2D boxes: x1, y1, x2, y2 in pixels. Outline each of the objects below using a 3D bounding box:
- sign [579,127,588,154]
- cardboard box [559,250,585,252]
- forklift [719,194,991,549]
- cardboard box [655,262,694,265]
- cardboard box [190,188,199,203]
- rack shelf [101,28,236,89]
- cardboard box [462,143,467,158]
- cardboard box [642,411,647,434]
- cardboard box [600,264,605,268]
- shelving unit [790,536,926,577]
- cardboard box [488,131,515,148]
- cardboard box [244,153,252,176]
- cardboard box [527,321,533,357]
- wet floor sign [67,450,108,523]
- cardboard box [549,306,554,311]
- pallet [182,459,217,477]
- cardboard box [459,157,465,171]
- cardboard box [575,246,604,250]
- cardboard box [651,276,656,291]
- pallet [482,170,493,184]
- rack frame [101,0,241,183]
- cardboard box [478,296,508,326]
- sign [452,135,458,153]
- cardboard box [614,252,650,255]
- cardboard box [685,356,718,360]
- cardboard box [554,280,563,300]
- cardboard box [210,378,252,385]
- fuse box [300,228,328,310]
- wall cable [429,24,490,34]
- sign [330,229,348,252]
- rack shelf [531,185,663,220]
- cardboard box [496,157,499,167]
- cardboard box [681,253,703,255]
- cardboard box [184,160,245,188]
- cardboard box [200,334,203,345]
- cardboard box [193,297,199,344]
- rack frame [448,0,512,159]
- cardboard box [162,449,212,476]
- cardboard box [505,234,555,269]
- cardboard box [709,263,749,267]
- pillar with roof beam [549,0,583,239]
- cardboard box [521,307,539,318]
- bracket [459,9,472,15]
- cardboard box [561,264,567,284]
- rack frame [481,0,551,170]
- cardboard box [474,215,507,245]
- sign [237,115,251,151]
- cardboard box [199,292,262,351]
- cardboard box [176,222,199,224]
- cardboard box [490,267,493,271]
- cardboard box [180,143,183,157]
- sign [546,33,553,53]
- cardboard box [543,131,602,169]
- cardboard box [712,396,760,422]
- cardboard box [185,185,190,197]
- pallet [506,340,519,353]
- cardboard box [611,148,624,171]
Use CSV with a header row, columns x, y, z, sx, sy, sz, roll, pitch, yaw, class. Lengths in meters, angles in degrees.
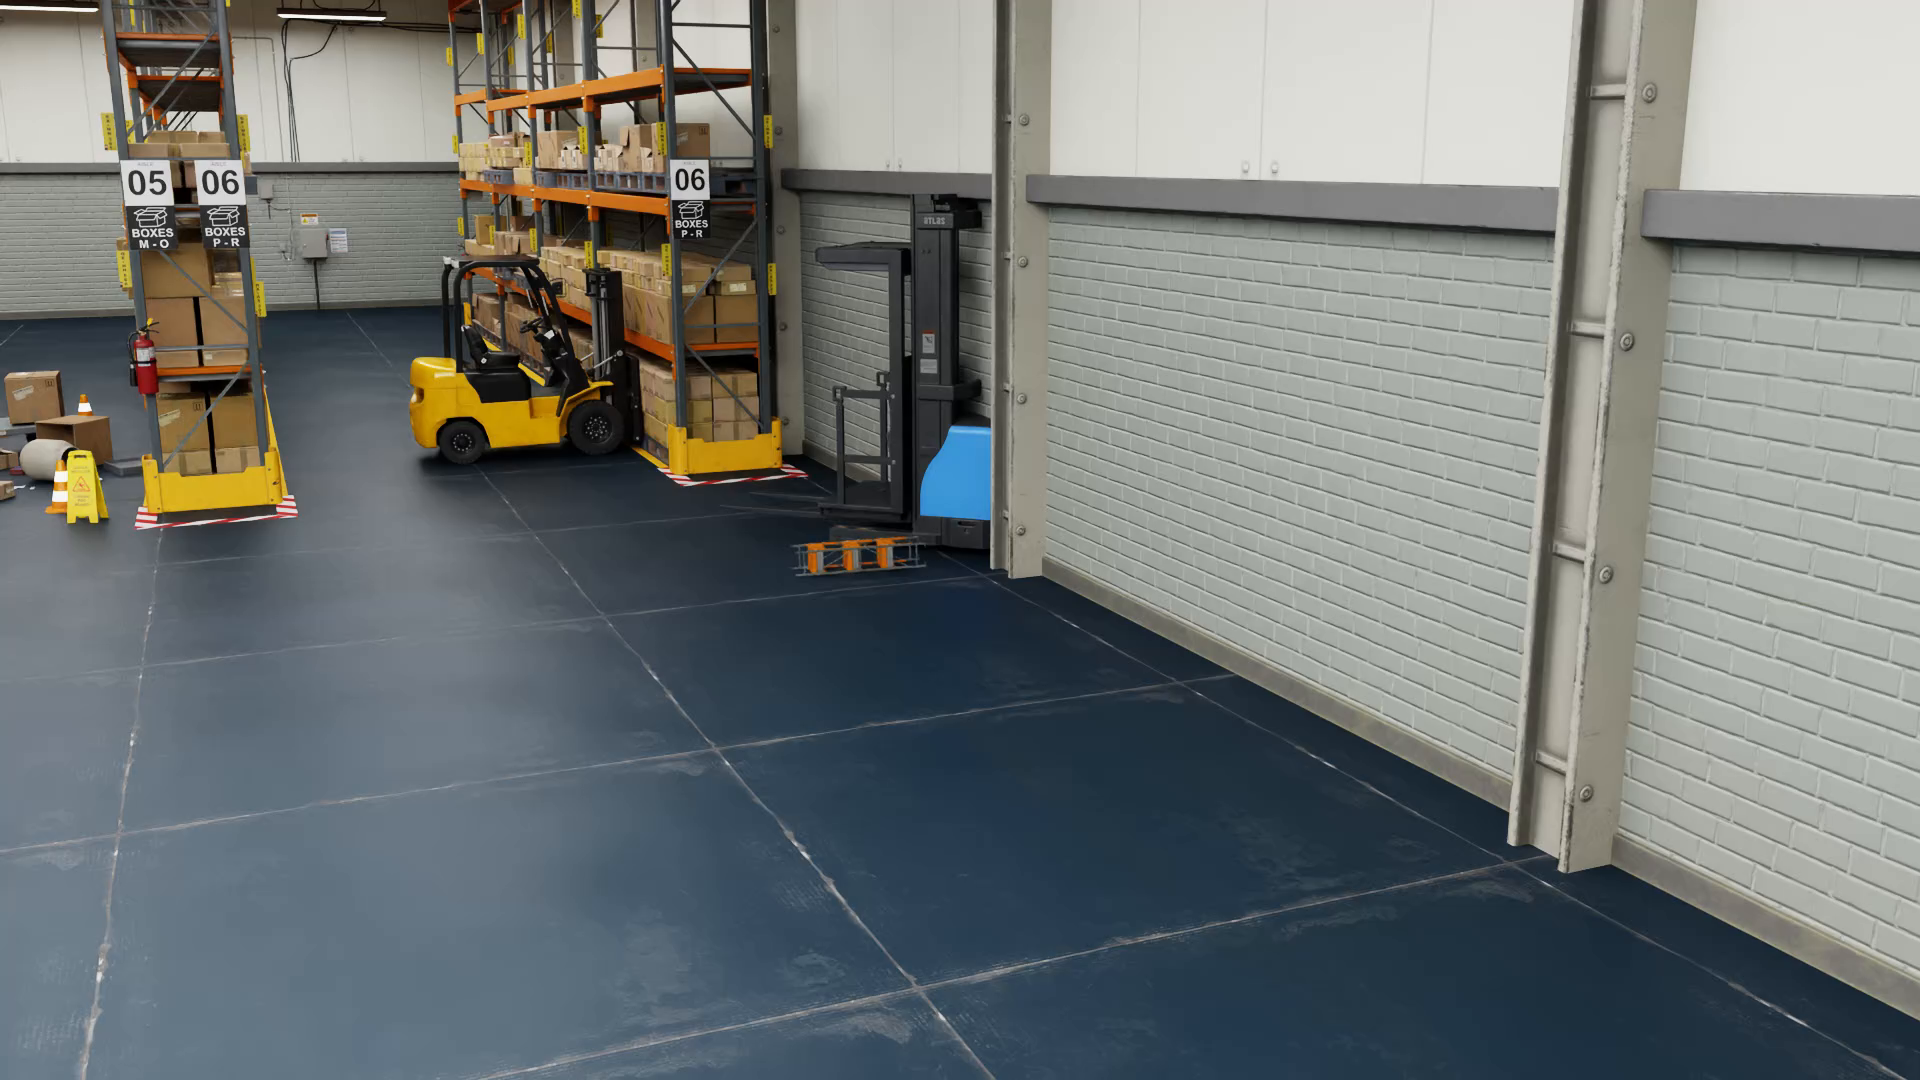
x,y,z,sx,sy,sz,roll,pitch,yaw,class
-4.585,-4.868,20.253,0.100,0.325,0.005,-6,14,-23,sign
-5.357,-3.943,23.094,0.380,0.149,0.250,-5,14,-22,cardboard box
-0.594,-1.474,14.239,3.031,2.935,1.130,4,14,18,forklift
-3.114,-2.948,18.137,0.380,0.149,0.250,-6,14,-23,cardboard box
-7.058,-3.260,15.707,0.380,0.149,0.250,-6,14,-25,cardboard box
-7.837,-4.761,16.585,1.077,0.370,4.000,-6,14,-23,rack shelf
-8.764,-7.087,30.251,0.500,0.250,0.500,-6,14,-23,cardboard box
-3.349,-1.367,18.791,0.500,0.250,0.500,-5,14,-22,cardboard box
-4.205,-3.327,20.434,0.380,0.149,0.250,-6,14,-24,cardboard box
-0.817,0.128,13.299,1.050,0.215,0.252,-4,13,-14,shelving unit
-7.495,-6.550,27.193,0.396,0.266,0.258,-6,14,-24,cardboard box
-8.504,-4.353,19.275,0.500,0.250,0.500,-6,14,-25,cardboard box
-6.463,-3.146,25.921,0.500,0.500,0.500,-5,14,-21,cardboard box
-7.940,-0.494,15.073,0.267,0.644,0.232,-1,13,-4,wet floor sign
-6.481,-3.742,27.061,0.380,0.149,0.250,-5,14,-21,cardboard box
-7.359,-0.605,16.516,1.003,0.211,1.213,-6,14,-23,pallet
-8.971,-6.948,30.760,0.500,0.250,0.500,-6,14,-24,cardboard box
-5.378,-4.195,24.180,0.380,0.149,0.250,-5,14,-21,cardboard box
-3.151,-2.798,18.148,0.380,0.149,0.250,-6,14,-23,cardboard box
-7.099,-5.934,27.120,1.213,0.211,1.003,-6,14,-23,pallet
-7.035,-4.700,14.718,1.000,3.000,0.127,-6,14,-23,rack frame
-8.433,-4.203,30.491,0.700,0.500,0.500,-5,14,-21,cardboard box
-9.395,-7.370,30.969,0.100,0.325,0.005,-6,14,-23,sign
-3.938,-3.372,19.965,0.380,0.149,0.250,-6,14,-24,cardboard box
-3.101,-2.008,19.343,0.500,0.250,0.500,-6,14,-24,cardboard box
-5.330,-3.482,23.094,0.500,0.250,0.500,-6,14,-25,cardboard box
-7.522,-1.416,17.338,0.500,0.500,0.500,-5,14,-22,cardboard box
-13.742,-5.777,35.536,0.539,1.711,0.414,-6,14,-23,fuse box
-9.986,-12.446,35.852,2.988,3.039,0.133,-6,14,-23,wall cable
-13.372,-6.446,35.779,0.329,0.494,0.001,-6,14,-23,sign
-4.892,-4.576,22.434,1.077,0.370,4.000,-6,14,-23,rack shelf
-7.129,-5.989,26.346,0.380,0.149,0.250,-6,14,-24,cardboard box
-3.263,-3.313,19.711,0.380,0.149,0.250,-6,14,-24,cardboard box
-6.993,-3.438,15.592,0.500,0.250,0.500,-6,14,-24,cardboard box
-7.976,-2.030,17.045,0.380,0.149,0.250,-6,14,-23,cardboard box
-7.702,-2.162,16.175,0.500,0.500,0.500,-6,14,-23,cardboard box
-8.898,-8.454,30.941,1.000,3.000,0.127,-6,14,-23,rack frame
-7.615,-0.789,16.295,0.500,0.250,0.500,-6,14,-23,cardboard box
-6.785,-4.569,26.306,0.700,0.500,0.500,-6,14,-23,cardboard box
-2.477,-2.885,17.862,0.380,0.149,0.250,-5,14,-21,cardboard box
-10.693,-7.464,26.664,9.100,9.000,0.400,-6,14,-23,pillar with roof beam
-6.815,-3.646,26.643,0.380,0.149,0.250,-5,14,-21,cardboard box
-10.593,-11.390,35.641,0.235,0.232,0.430,-6,14,-23,bracket
-5.119,-3.619,22.578,0.500,0.250,0.500,-5,14,-22,cardboard box
-7.296,-7.628,27.371,1.000,3.000,0.127,-6,14,-23,rack frame
-8.362,-5.541,29.667,0.500,0.500,0.500,-5,14,-22,cardboard box
-6.538,-3.713,15.170,0.100,0.325,0.005,-6,14,-23,sign
-6.971,-2.093,15.881,0.500,0.500,0.500,-6,14,-24,cardboard box
-11.093,-4.257,23.672,0.500,0.500,0.500,-6,14,-23,cardboard box
-7.905,-4.729,28.708,0.380,0.149,0.250,-5,14,-22,cardboard box
-7.106,-3.647,15.610,0.380,0.149,0.250,-6,14,-23,cardboard box
-6.790,-8.211,27.469,0.100,0.325,0.005,-6,14,-23,sign
-5.333,-5.375,22.915,0.700,0.500,0.500,-6,14,-24,cardboard box
-2.487,-1.450,18.042,0.500,0.250,0.500,-5,14,-22,cardboard box
-8.483,-3.755,17.848,0.380,0.149,0.250,-6,14,-23,cardboard box
-6.935,-3.182,27.650,1.003,0.211,1.213,-6,14,-23,pallet
-3.775,-4.367,19.081,0.396,0.266,0.258,-6,14,-24,cardboard box
